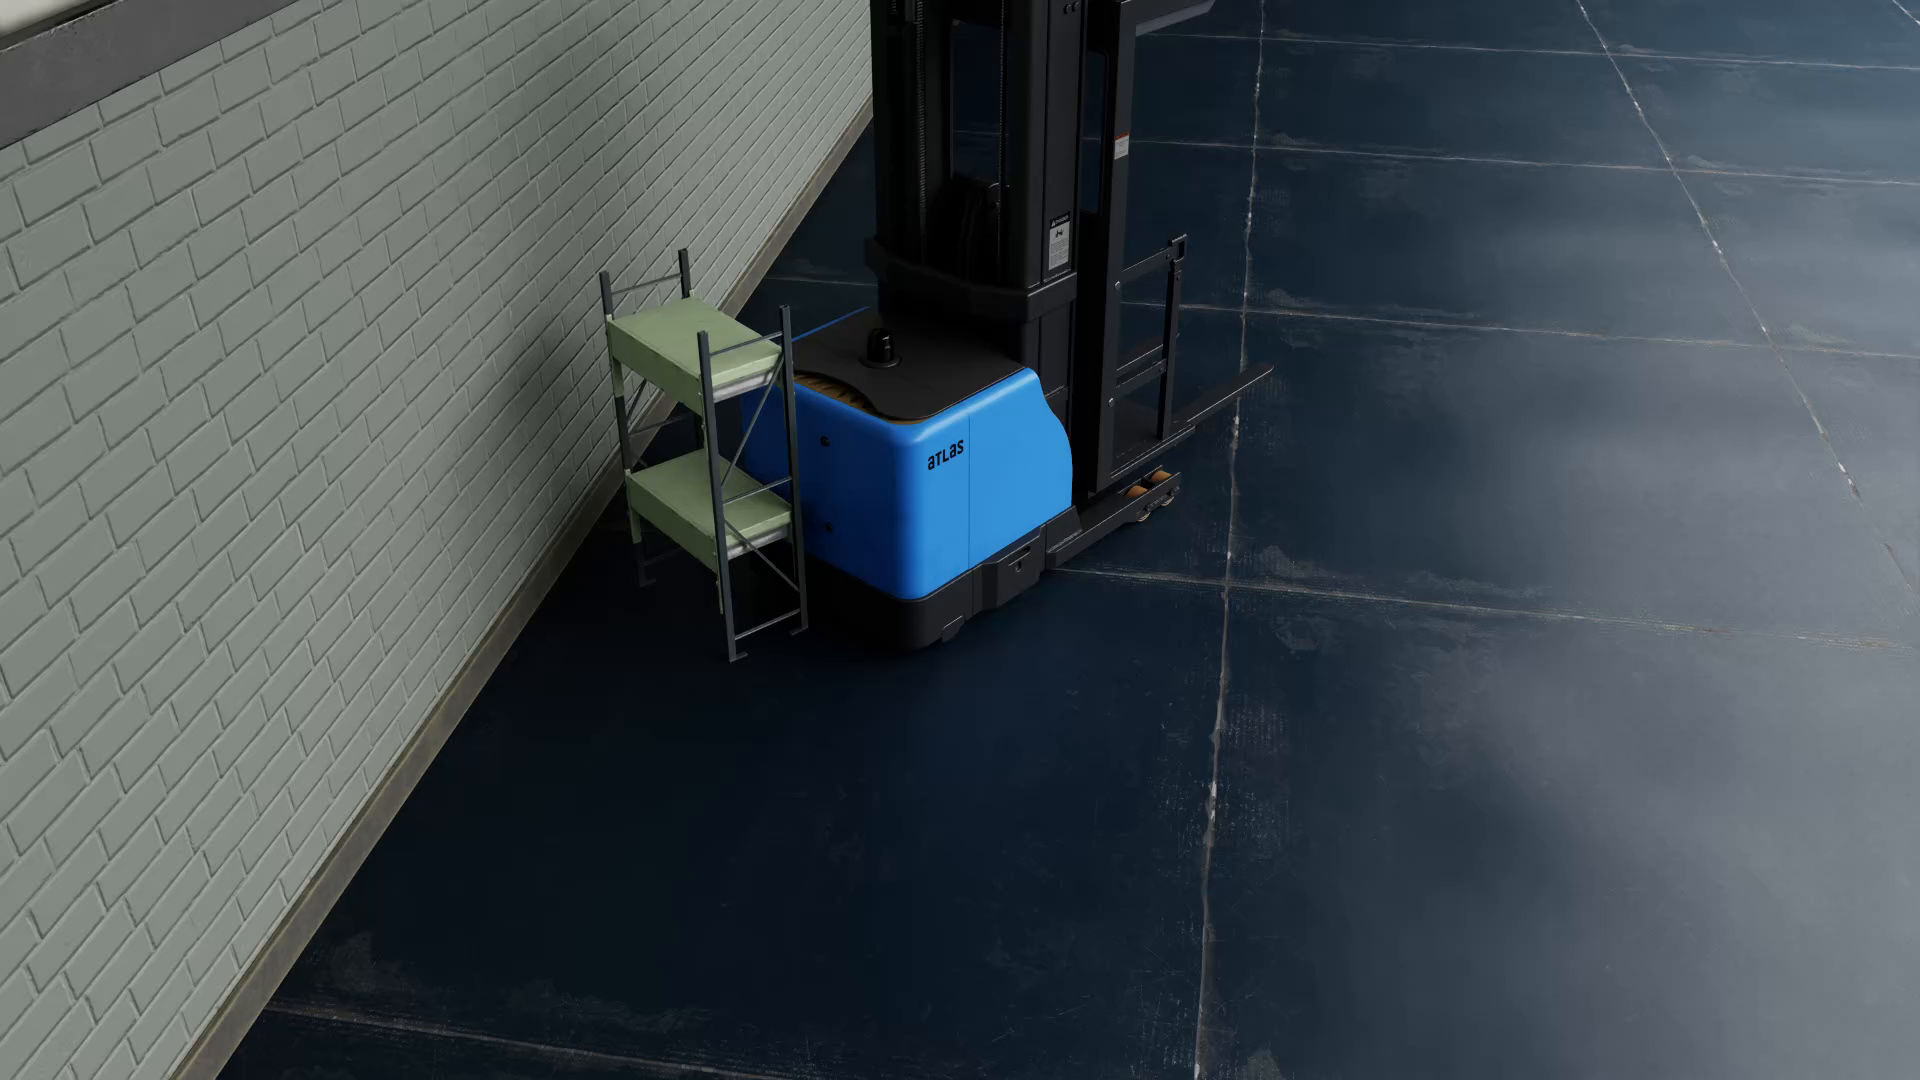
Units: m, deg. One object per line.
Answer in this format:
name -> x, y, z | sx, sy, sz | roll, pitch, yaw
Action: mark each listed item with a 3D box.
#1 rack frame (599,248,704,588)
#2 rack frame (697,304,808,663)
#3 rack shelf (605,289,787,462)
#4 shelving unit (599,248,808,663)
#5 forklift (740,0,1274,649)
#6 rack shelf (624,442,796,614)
rack frame -> -1.279, -0.494, 7.125 | 0.400, 1.500, 0.023 | -24, 39, -33
rack frame -> -0.812, -0.194, 6.647 | 0.400, 1.500, 0.023 | -24, 39, -33
rack shelf -> -1.046, -0.675, 6.679 | 0.431, 0.370, 0.720 | -24, 39, -33
shelving unit -> -1.046, -0.344, 6.886 | 0.431, 1.500, 0.755 | -24, 39, -33
forklift -> 0.412, -1.490, 7.368 | 1.130, 2.935, 3.031 | 25, 40, 34
rack shelf -> -1.046, -0.068, 7.059 | 0.431, 0.370, 0.720 | -24, 39, -33
